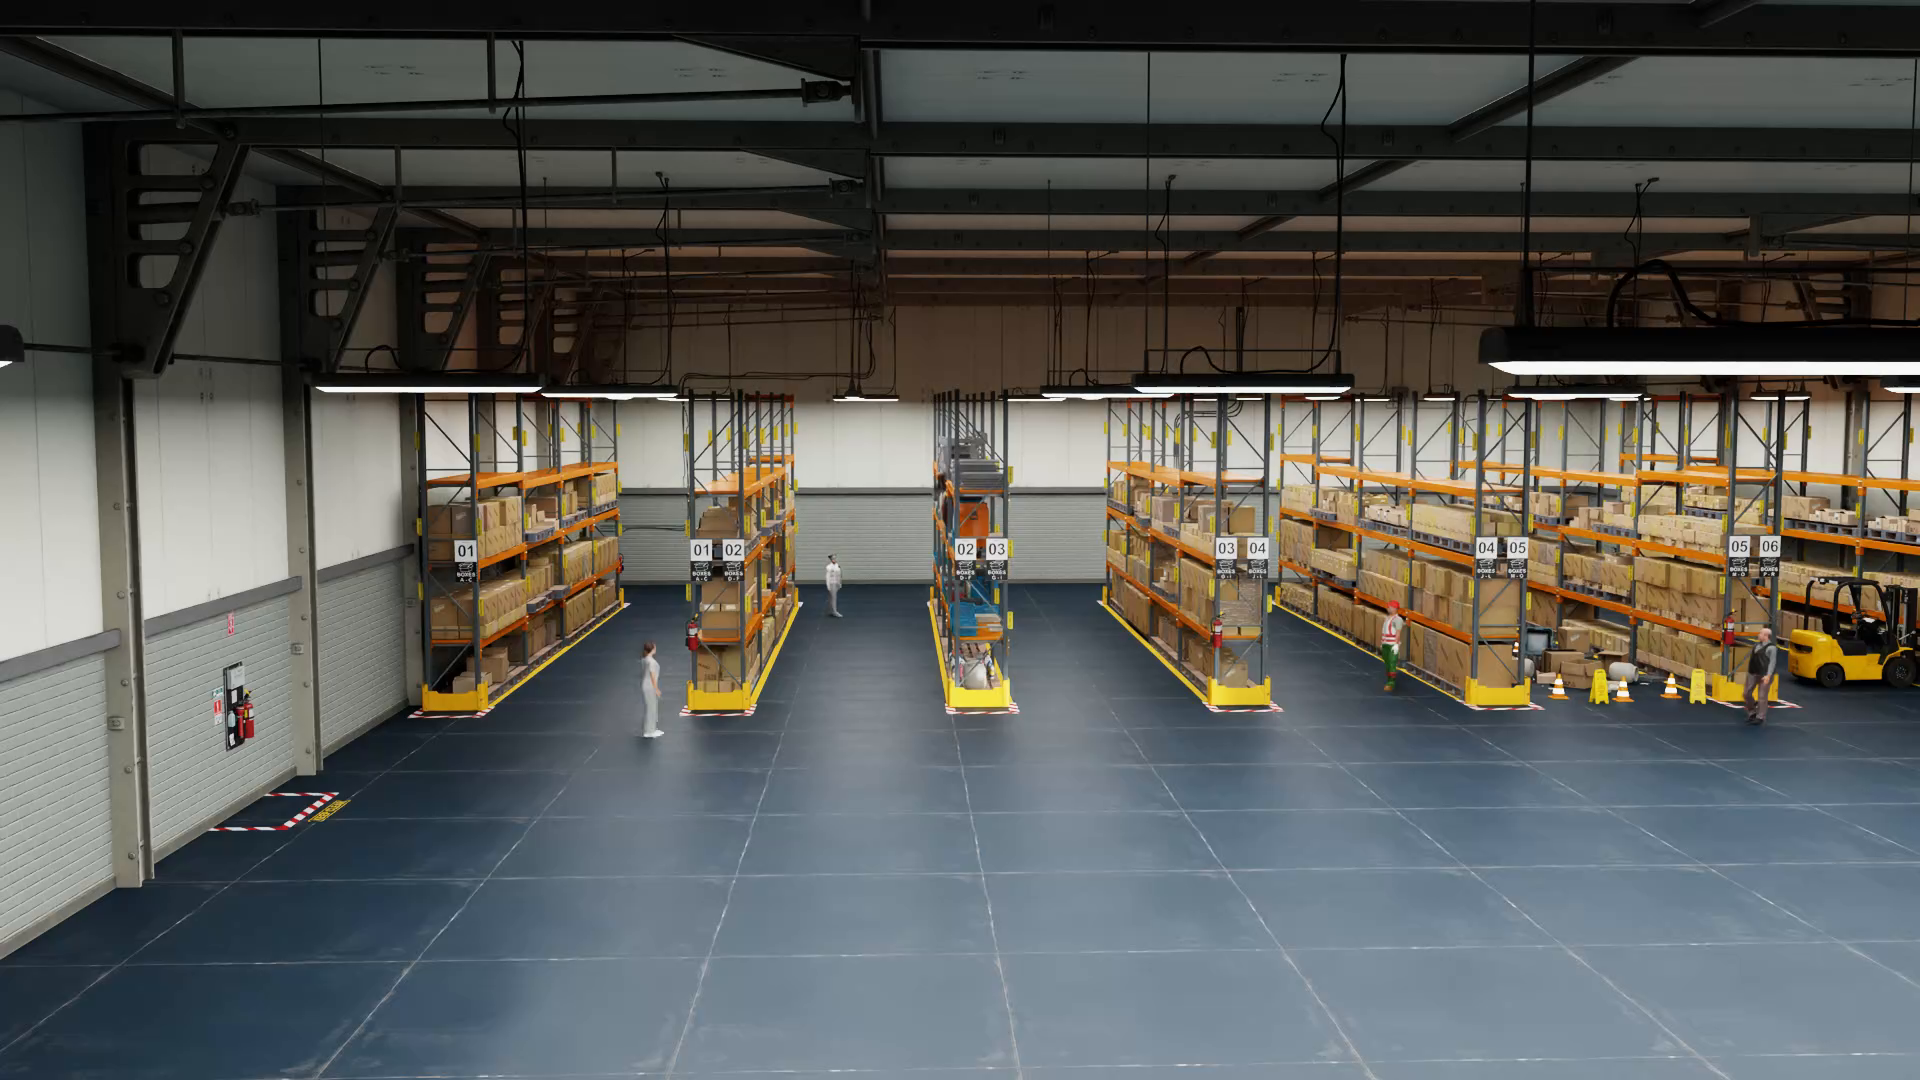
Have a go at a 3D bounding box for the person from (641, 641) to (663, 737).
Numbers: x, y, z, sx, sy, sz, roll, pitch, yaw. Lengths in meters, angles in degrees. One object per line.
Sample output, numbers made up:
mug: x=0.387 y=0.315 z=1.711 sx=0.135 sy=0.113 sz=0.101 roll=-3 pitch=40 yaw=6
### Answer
person: x=-5.309 y=2.566 z=28.654 sx=0.368 sy=1.671 sz=0.506 roll=-1 pitch=5 yaw=-13

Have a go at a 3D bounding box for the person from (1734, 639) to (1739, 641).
person: x=16.805 y=1.937 z=36.390 sx=0.656 sy=1.639 sz=0.470 roll=4 pitch=6 yaw=38

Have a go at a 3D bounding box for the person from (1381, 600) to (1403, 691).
person: x=8.584 y=2.111 z=33.383 sx=0.599 sy=1.789 sz=0.546 roll=-3 pitch=5 yaw=-30

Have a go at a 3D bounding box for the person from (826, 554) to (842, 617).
person: x=-3.354 y=1.209 z=45.126 sx=0.532 sy=1.688 sz=0.521 roll=2 pitch=5 yaw=24

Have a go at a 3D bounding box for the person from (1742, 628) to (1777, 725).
person: x=14.339 y=2.460 z=29.817 sx=0.502 sy=1.754 sz=0.568 roll=-3 pitch=5 yaw=-32
